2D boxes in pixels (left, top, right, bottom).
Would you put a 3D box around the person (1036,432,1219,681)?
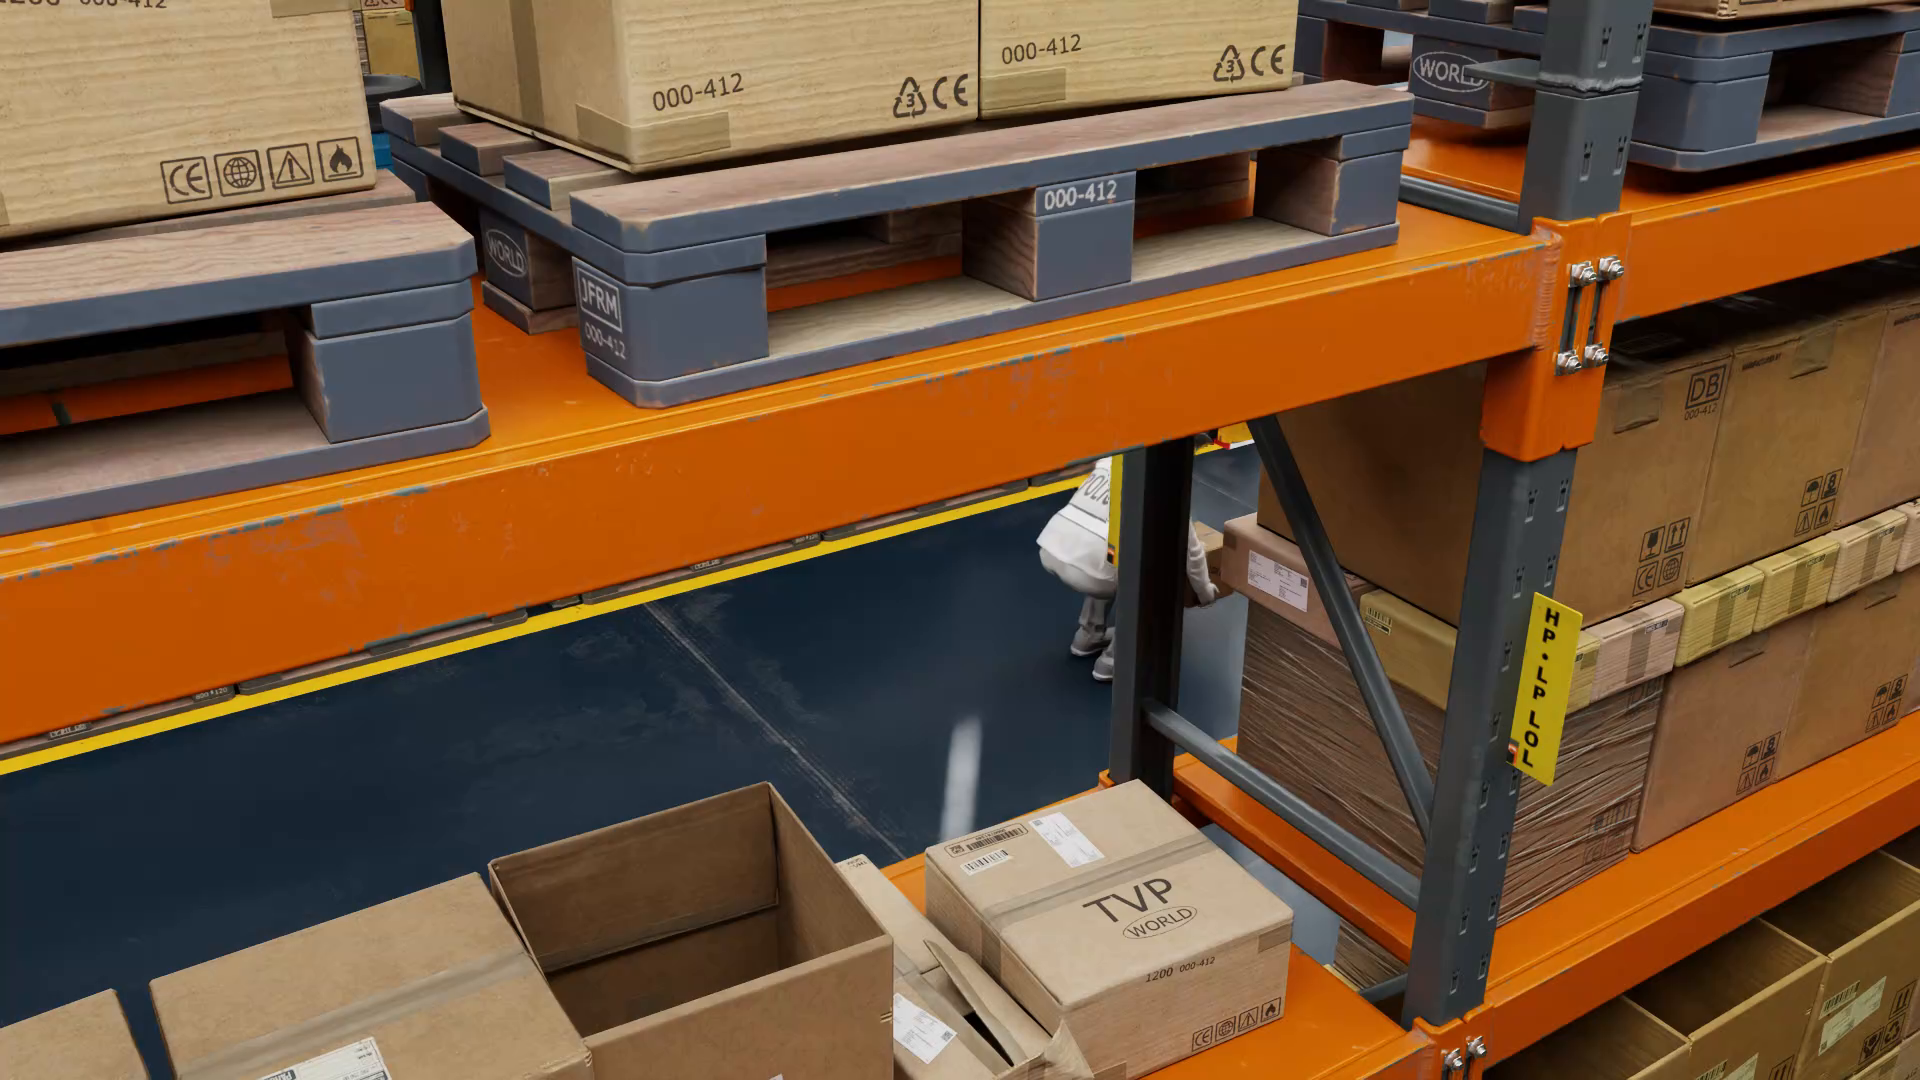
[{"bbox_3d":[0.682,0.007,6.835,0.819,1.036,0.499,-16,29,-30],"label":"person"}]
